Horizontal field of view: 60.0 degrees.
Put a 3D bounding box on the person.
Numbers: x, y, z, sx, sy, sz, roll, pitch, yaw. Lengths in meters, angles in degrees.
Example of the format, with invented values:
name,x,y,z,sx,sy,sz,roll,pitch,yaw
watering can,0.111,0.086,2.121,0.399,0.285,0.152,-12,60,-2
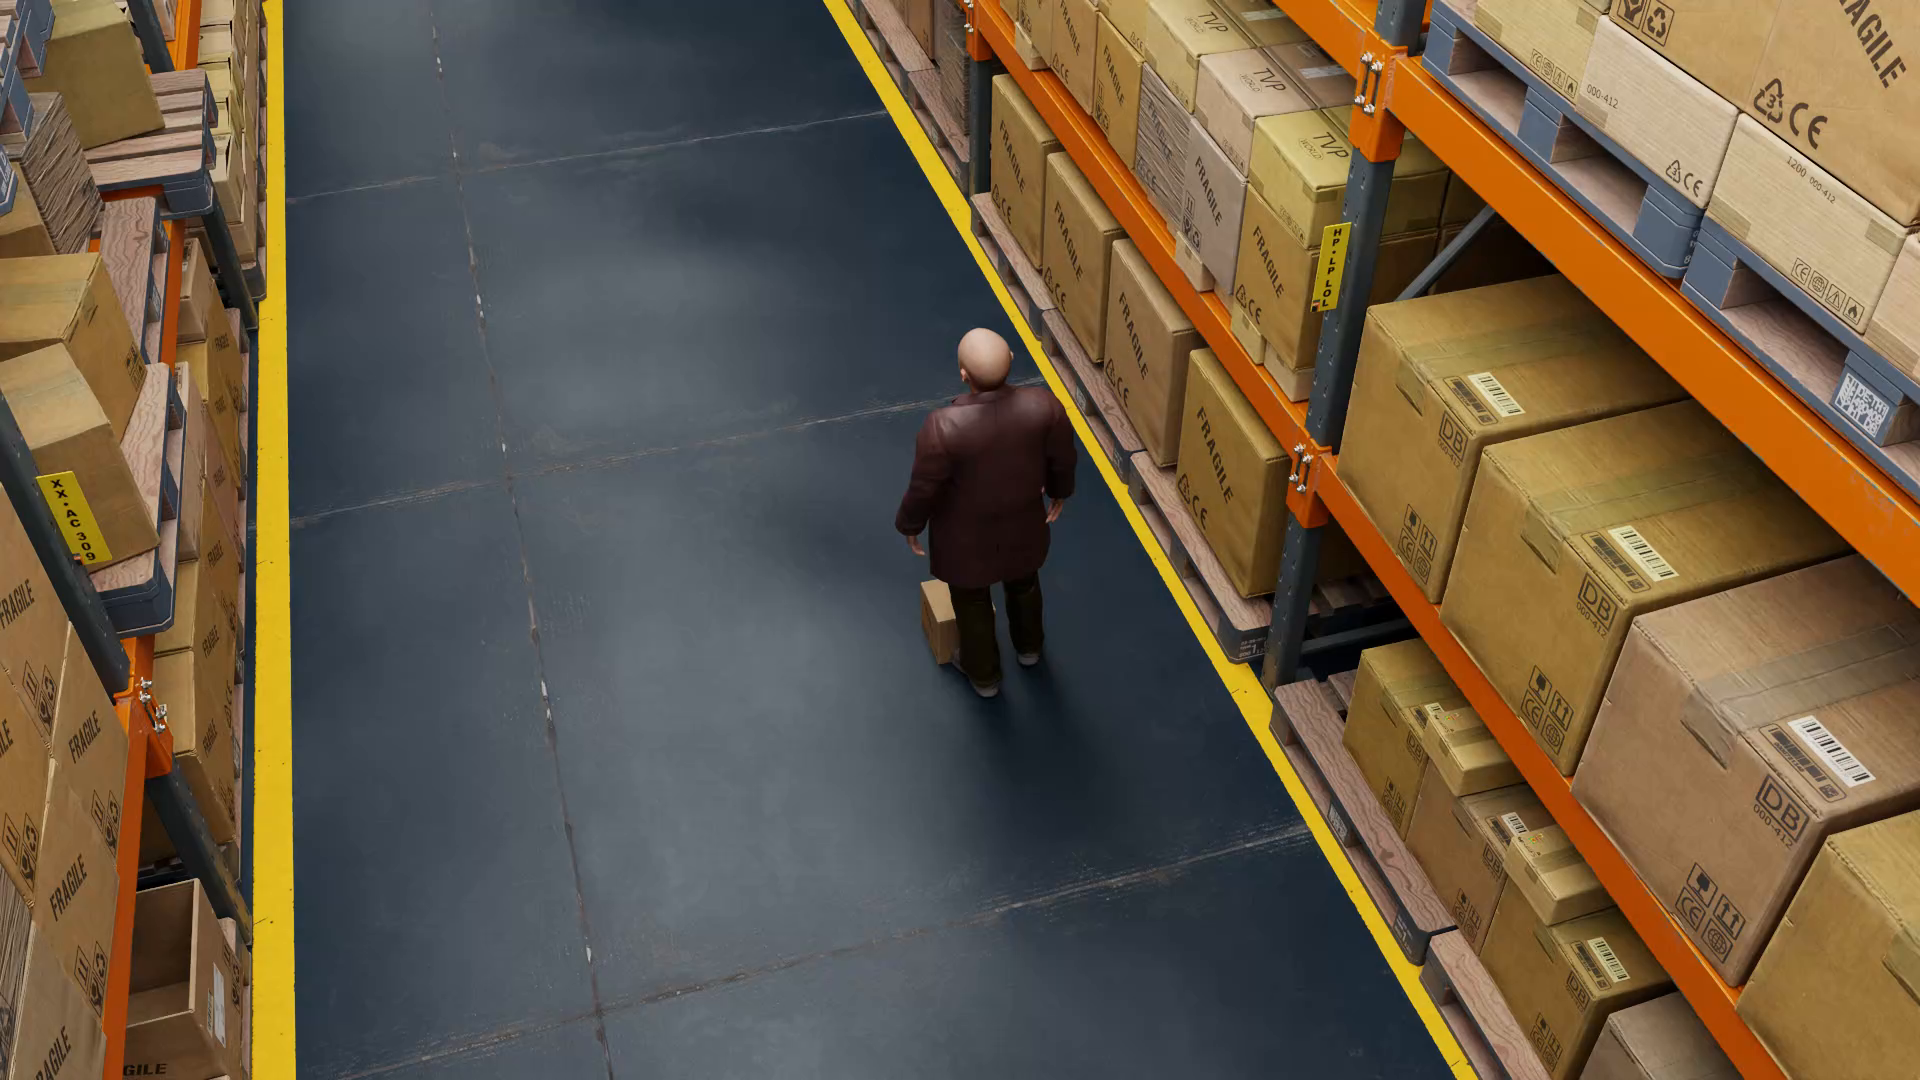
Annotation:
name,x,y,z,sx,sy,sz,roll,pitch,yaw
person,0.074,-0.142,6.317,0.697,1.779,0.579,-11,43,-13
